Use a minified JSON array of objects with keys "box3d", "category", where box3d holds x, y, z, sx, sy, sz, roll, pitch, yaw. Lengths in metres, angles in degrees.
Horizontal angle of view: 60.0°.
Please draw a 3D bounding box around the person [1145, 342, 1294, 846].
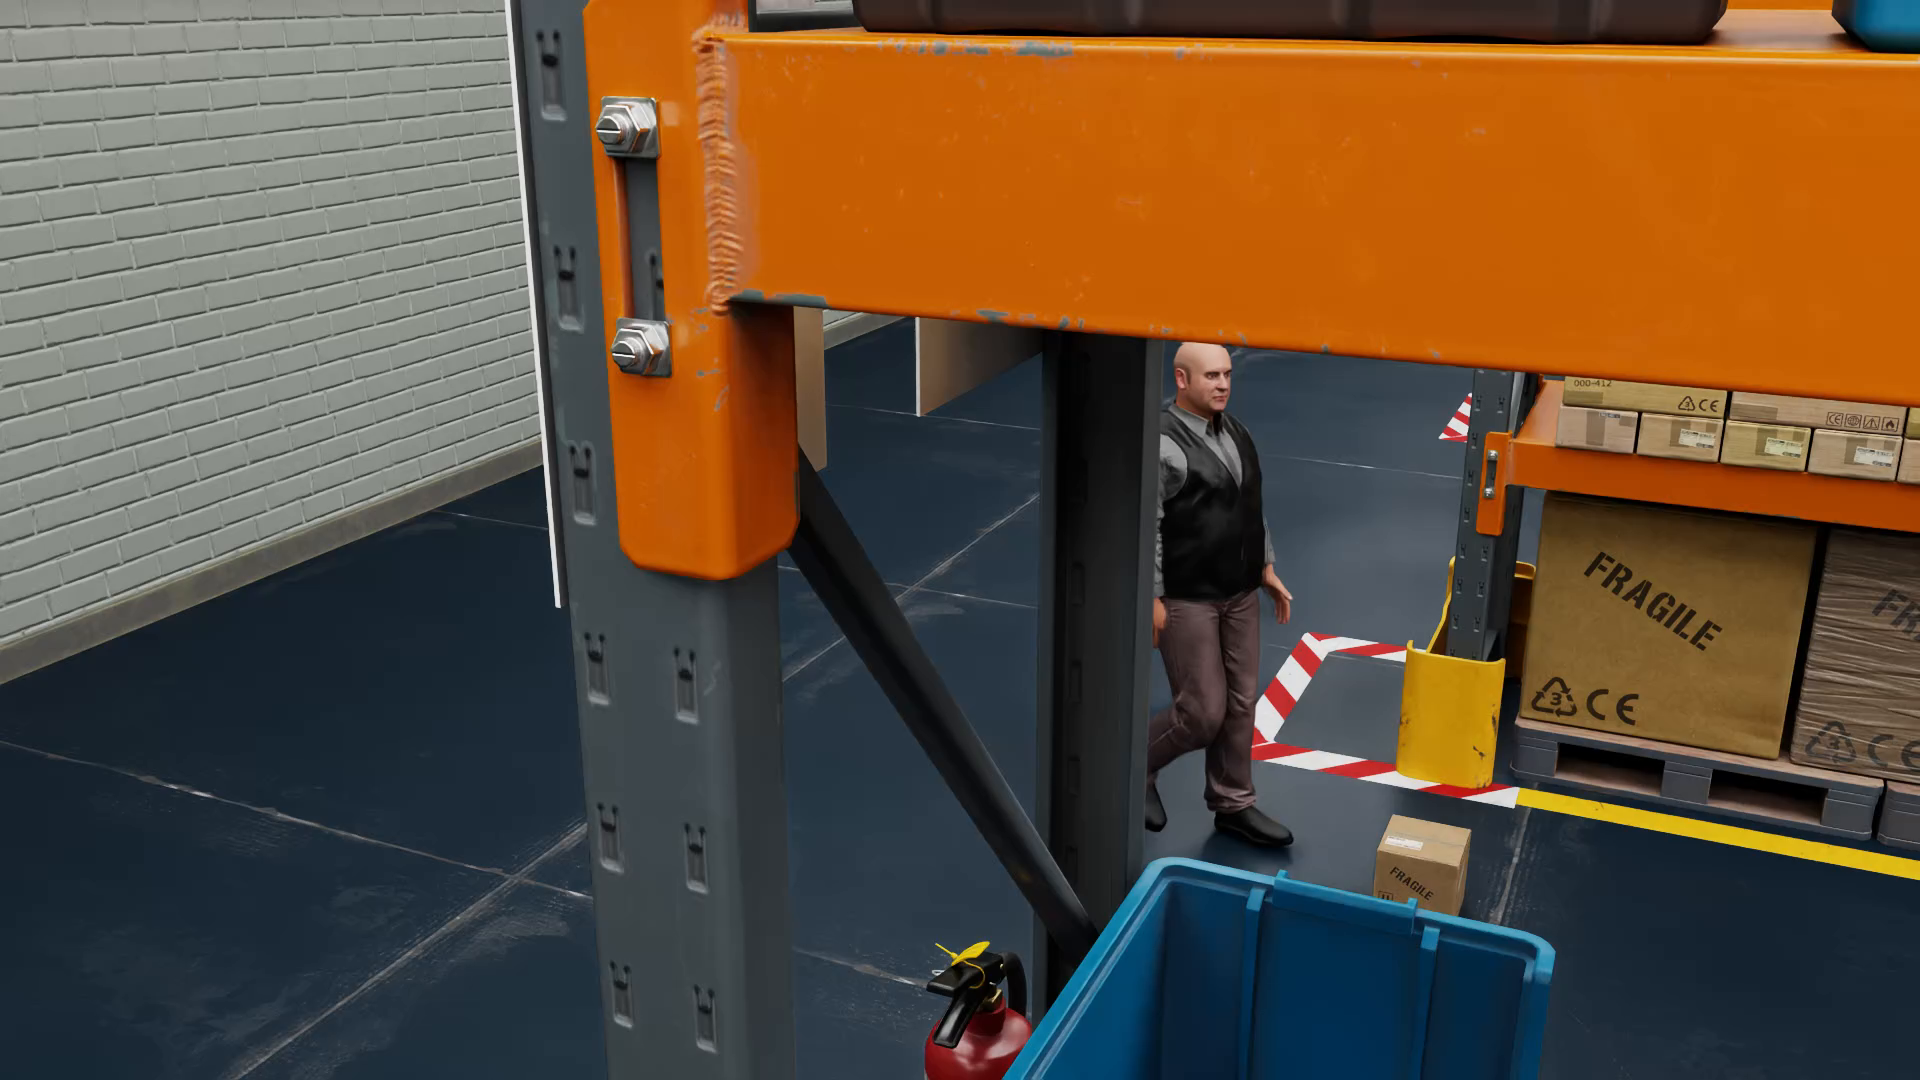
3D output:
[{"box3d":[0.840,0.192,5.499,0.558,1.712,0.603,-17,25,-40],"category":"person"}]
